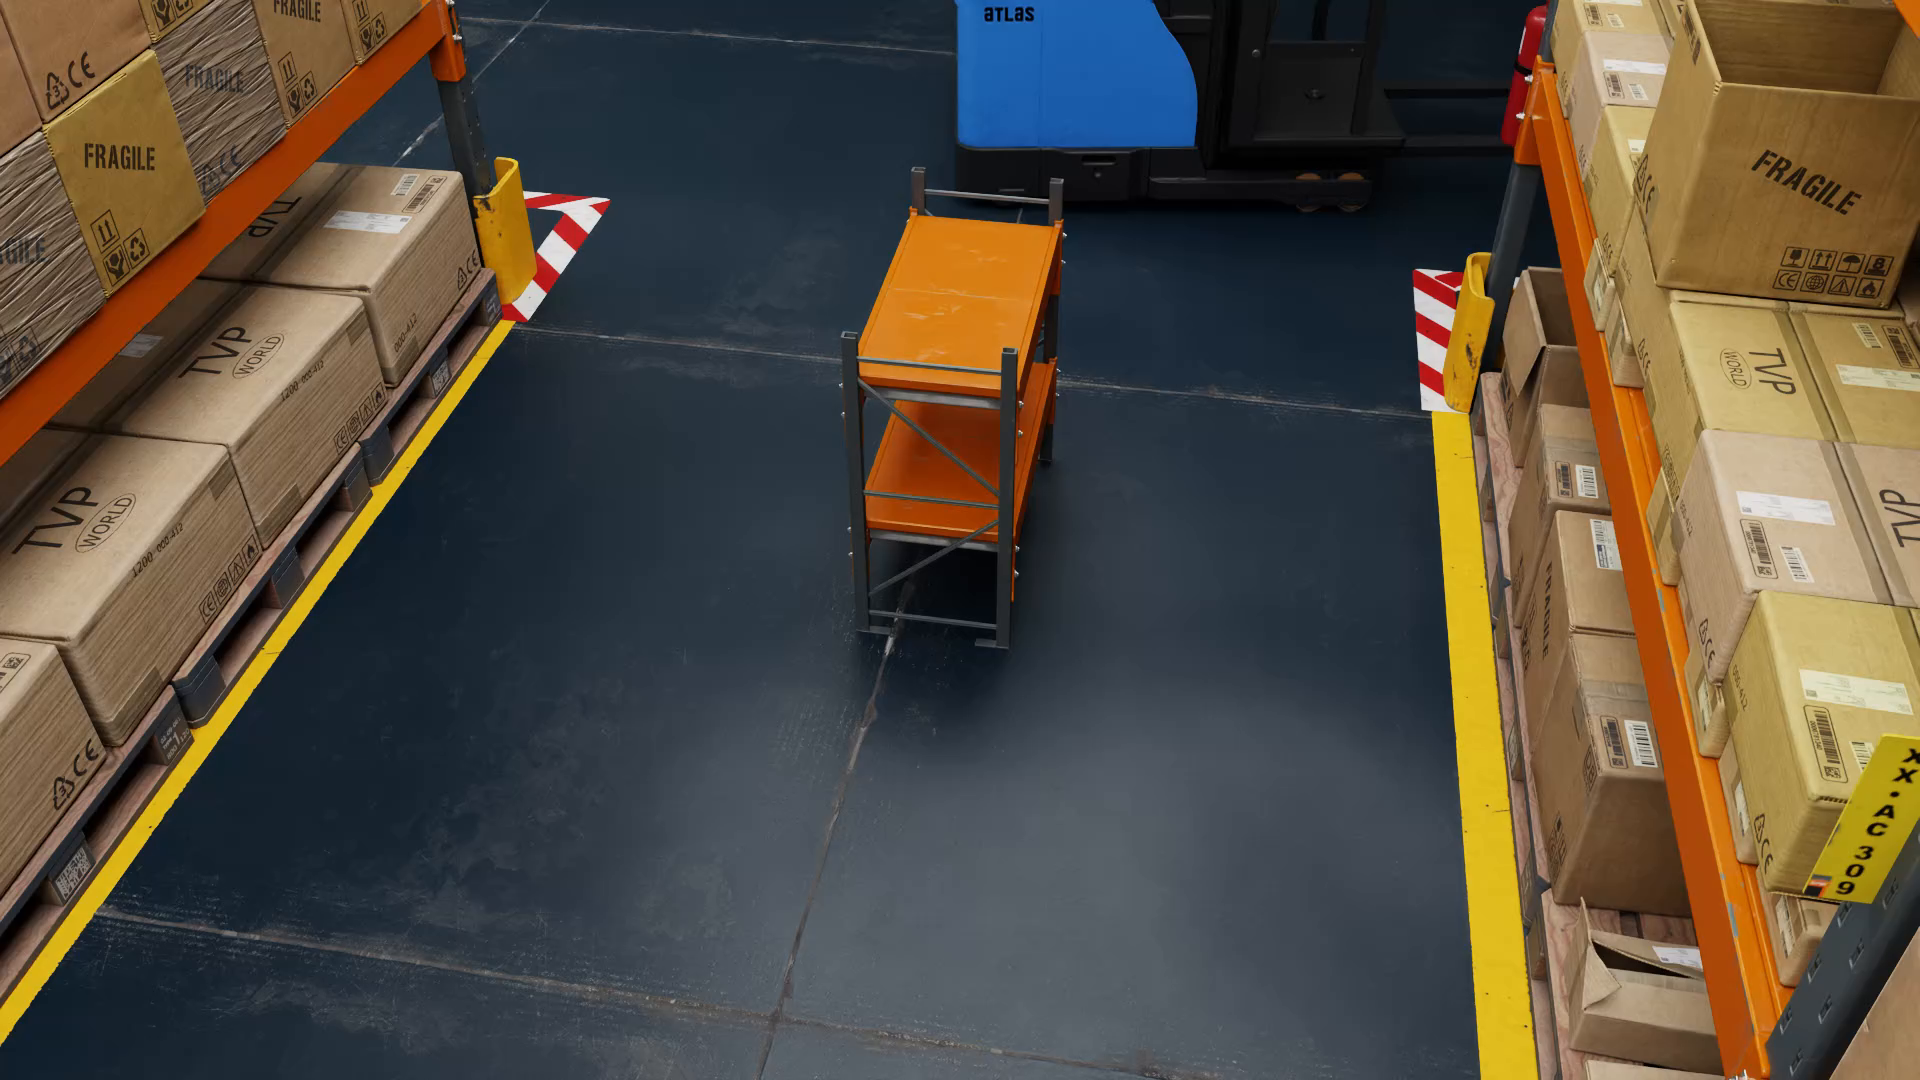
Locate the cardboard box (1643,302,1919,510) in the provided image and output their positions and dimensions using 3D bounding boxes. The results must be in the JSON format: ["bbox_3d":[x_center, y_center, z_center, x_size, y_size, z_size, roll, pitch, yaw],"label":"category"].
[{"bbox_3d":[1.801,-0.260,3.594,0.500,0.250,0.500,6,40,7],"label":"cardboard box"}]

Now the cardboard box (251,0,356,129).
[{"bbox_3d":[-2.340,-1.677,5.346,0.500,0.500,0.500,6,40,7],"label":"cardboard box"}]

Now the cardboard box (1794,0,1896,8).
[{"bbox_3d":[2.656,-1.478,5.068,0.500,0.250,0.500,7,40,9],"label":"cardboard box"}]

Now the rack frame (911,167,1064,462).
[{"bbox_3d":[0.089,-0.757,5.783,0.500,1.125,0.032,6,40,8],"label":"rack frame"}]

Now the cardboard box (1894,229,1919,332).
[{"bbox_3d":[2.385,-0.516,3.904,0.500,0.250,0.500,6,40,8],"label":"cardboard box"}]

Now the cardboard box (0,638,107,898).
[{"bbox_3d":[-2.893,0.670,4.267,0.875,0.438,0.875,6,40,7],"label":"cardboard box"}]

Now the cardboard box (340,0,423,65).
[{"bbox_3d":[-2.238,-1.991,5.725,0.500,0.500,0.500,7,40,8],"label":"cardboard box"}]

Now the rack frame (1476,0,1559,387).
[{"bbox_3d":[2.474,-1.739,5.499,1.000,3.000,0.127,6,40,8],"label":"rack frame"}]

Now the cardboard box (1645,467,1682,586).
[{"bbox_3d":[1.722,-0.016,3.613,0.380,0.149,0.250,6,40,7],"label":"cardboard box"}]

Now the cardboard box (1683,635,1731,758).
[{"bbox_3d":[1.633,0.309,3.220,0.380,0.149,0.250,7,40,9],"label":"cardboard box"}]

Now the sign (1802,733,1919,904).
[{"bbox_3d":[1.246,0.383,2.254,0.100,0.325,0.005,6,40,8],"label":"sign"}]

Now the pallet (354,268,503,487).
[{"bbox_3d":[-2.476,-0.699,6.430,1.003,0.211,1.213,6,40,8],"label":"pallet"}]

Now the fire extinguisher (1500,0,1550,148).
[{"bbox_3d":[2.044,-1.709,5.816,0.296,0.674,0.183,6,40,8],"label":"fire extinguisher"}]

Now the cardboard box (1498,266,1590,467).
[{"bbox_3d":[2.275,-0.565,5.709,0.797,0.503,0.637,5,40,6],"label":"cardboard box"}]

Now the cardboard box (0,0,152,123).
[{"bbox_3d":[-2.503,-1.422,4.253,0.500,0.500,0.500,6,40,7],"label":"cardboard box"}]

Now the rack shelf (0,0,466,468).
[{"bbox_3d":[-2.761,-0.752,4.869,1.077,0.370,4.000,6,40,8],"label":"rack shelf"}]

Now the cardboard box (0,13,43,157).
[{"bbox_3d":[-2.593,-1.106,3.871,0.500,0.500,0.500,7,40,9],"label":"cardboard box"}]

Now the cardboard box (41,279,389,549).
[{"bbox_3d":[-2.581,-0.458,5.631,0.875,0.438,0.875,7,40,9],"label":"cardboard box"}]

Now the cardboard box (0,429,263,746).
[{"bbox_3d":[-2.739,0.108,4.947,0.875,0.438,0.875,5,40,6],"label":"cardboard box"}]

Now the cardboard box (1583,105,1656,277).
[{"bbox_3d":[1.959,-0.906,4.376,0.500,0.250,0.500,6,40,7],"label":"cardboard box"}]

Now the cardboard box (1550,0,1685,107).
[{"bbox_3d":[2.130,-1.541,5.144,0.500,0.250,0.500,7,40,8],"label":"cardboard box"}]

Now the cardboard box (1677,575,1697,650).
[{"bbox_3d":[1.705,0.147,3.415,0.380,0.149,0.250,7,40,9],"label":"cardboard box"}]

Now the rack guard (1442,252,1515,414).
[{"bbox_3d":[2.461,-0.728,6.238,1.175,0.500,0.348,6,40,8],"label":"rack guard"}]

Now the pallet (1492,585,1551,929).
[{"bbox_3d":[2.111,0.647,4.802,1.003,0.211,1.213,6,40,8],"label":"pallet"}]

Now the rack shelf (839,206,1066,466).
[{"bbox_3d":[0.001,-0.663,5.210,0.538,0.278,1.000,6,40,8],"label":"rack shelf"}]

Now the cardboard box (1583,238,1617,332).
[{"bbox_3d":[1.875,-0.663,4.395,0.380,0.149,0.250,5,40,6],"label":"cardboard box"}]

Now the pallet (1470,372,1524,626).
[{"bbox_3d":[2.324,-0.116,5.725,1.003,0.211,1.213,6,40,8],"label":"pallet"}]

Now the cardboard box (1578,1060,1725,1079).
[{"bbox_3d":[1.589,1.326,3.700,0.380,0.149,0.250,5,40,6],"label":"cardboard box"}]

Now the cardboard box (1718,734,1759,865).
[{"bbox_3d":[1.612,0.474,3.019,0.380,0.149,0.250,7,40,9],"label":"cardboard box"}]

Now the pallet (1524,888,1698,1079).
[{"bbox_3d":[1.902,1.415,3.873,1.003,0.211,1.213,6,40,8],"label":"pallet"}]

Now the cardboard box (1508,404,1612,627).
[{"bbox_3d":[2.089,-0.032,5.067,0.700,0.500,0.500,8,40,9],"label":"cardboard box"}]

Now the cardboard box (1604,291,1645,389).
[{"bbox_3d":[1.850,-0.496,4.193,0.380,0.149,0.250,7,40,9],"label":"cardboard box"}]

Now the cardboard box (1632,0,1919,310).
[{"bbox_3d":[1.871,-0.888,3.766,0.500,0.500,0.500,7,40,9],"label":"cardboard box"}]

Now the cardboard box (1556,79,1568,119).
[{"bbox_3d":[2.147,-1.466,5.366,0.380,0.149,0.250,6,40,7],"label":"cardboard box"}]

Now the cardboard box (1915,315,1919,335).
[{"bbox_3d":[2.302,-0.480,3.272,0.500,0.500,0.500,5,40,6],"label":"cardboard box"}]

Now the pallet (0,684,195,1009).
[{"bbox_3d":[-2.899,0.832,4.577,1.003,0.211,1.213,6,40,8],"label":"pallet"}]

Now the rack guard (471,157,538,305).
[{"bbox_3d":[-2.411,-1.336,6.973,1.175,0.500,0.348,6,40,8],"label":"rack guard"}]

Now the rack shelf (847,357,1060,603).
[{"bbox_3d":[0.001,-0.249,5.553,0.538,0.278,1.000,6,40,8],"label":"rack shelf"}]

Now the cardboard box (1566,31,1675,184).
[{"bbox_3d":[2.043,-1.224,4.761,0.500,0.250,0.500,7,40,8],"label":"cardboard box"}]

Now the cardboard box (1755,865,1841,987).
[{"bbox_3d":[1.588,0.640,2.819,0.380,0.149,0.250,7,40,8],"label":"cardboard box"}]

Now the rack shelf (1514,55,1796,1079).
[{"bbox_3d":[2.128,-0.207,4.210,1.077,0.370,4.000,6,40,8],"label":"rack shelf"}]

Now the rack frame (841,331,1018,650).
[{"bbox_3d":[-0.087,-0.119,5.011,0.500,1.125,0.032,6,40,8],"label":"rack frame"}]

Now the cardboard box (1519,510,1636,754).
[{"bbox_3d":[1.899,0.289,4.679,0.500,0.500,0.500,7,40,8],"label":"cardboard box"}]

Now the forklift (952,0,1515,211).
[{"bbox_3d":[1.485,-2.963,7.034,3.031,2.935,1.130,0,40,-1],"label":"forklift"}]

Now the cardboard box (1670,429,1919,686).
[{"bbox_3d":[1.702,0.052,3.217,0.500,0.250,0.500,7,40,8],"label":"cardboard box"}]

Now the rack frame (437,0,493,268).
[{"bbox_3d":[-2.415,-2.284,6.158,1.000,3.000,0.127,6,40,8],"label":"rack frame"}]

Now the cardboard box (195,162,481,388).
[{"bbox_3d":[-2.431,-1.033,6.327,0.875,0.438,0.875,5,40,6],"label":"cardboard box"}]

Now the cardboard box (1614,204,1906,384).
[{"bbox_3d":[1.891,-0.583,3.985,0.500,0.250,0.500,5,40,7],"label":"cardboard box"}]

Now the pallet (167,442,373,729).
[{"bbox_3d":[-2.690,0.065,5.506,1.003,0.211,1.213,6,40,8],"label":"pallet"}]

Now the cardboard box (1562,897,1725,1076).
[{"bbox_3d":[1.651,1.057,3.933,0.396,0.266,0.258,8,40,9],"label":"cardboard box"}]

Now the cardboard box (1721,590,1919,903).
[{"bbox_3d":[1.630,0.368,2.835,0.500,0.250,0.500,7,40,9],"label":"cardboard box"}]

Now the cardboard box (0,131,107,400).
[{"bbox_3d":[-2.585,-0.705,4.170,0.500,0.500,0.500,7,40,8],"label":"cardboard box"}]

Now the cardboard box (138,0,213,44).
[{"bbox_3d":[-2.414,-1.738,4.635,0.500,0.500,0.500,6,40,7],"label":"cardboard box"}]

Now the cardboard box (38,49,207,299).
[{"bbox_3d":[-2.496,-1.028,4.561,0.500,0.500,0.500,8,40,9],"label":"cardboard box"}]

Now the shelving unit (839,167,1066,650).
[{"bbox_3d":[0.001,-0.438,5.397,0.538,1.125,1.048,6,40,8],"label":"shelving unit"}]

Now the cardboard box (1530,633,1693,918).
[{"bbox_3d":[1.909,0.620,4.279,0.700,0.500,0.500,5,40,6],"label":"cardboard box"}]

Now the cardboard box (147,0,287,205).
[{"bbox_3d":[-2.419,-1.353,4.954,0.500,0.500,0.500,7,40,9],"label":"cardboard box"}]

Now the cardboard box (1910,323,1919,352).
[{"bbox_3d":[2.305,-0.206,3.529,0.500,0.250,0.500,7,40,9],"label":"cardboard box"}]
